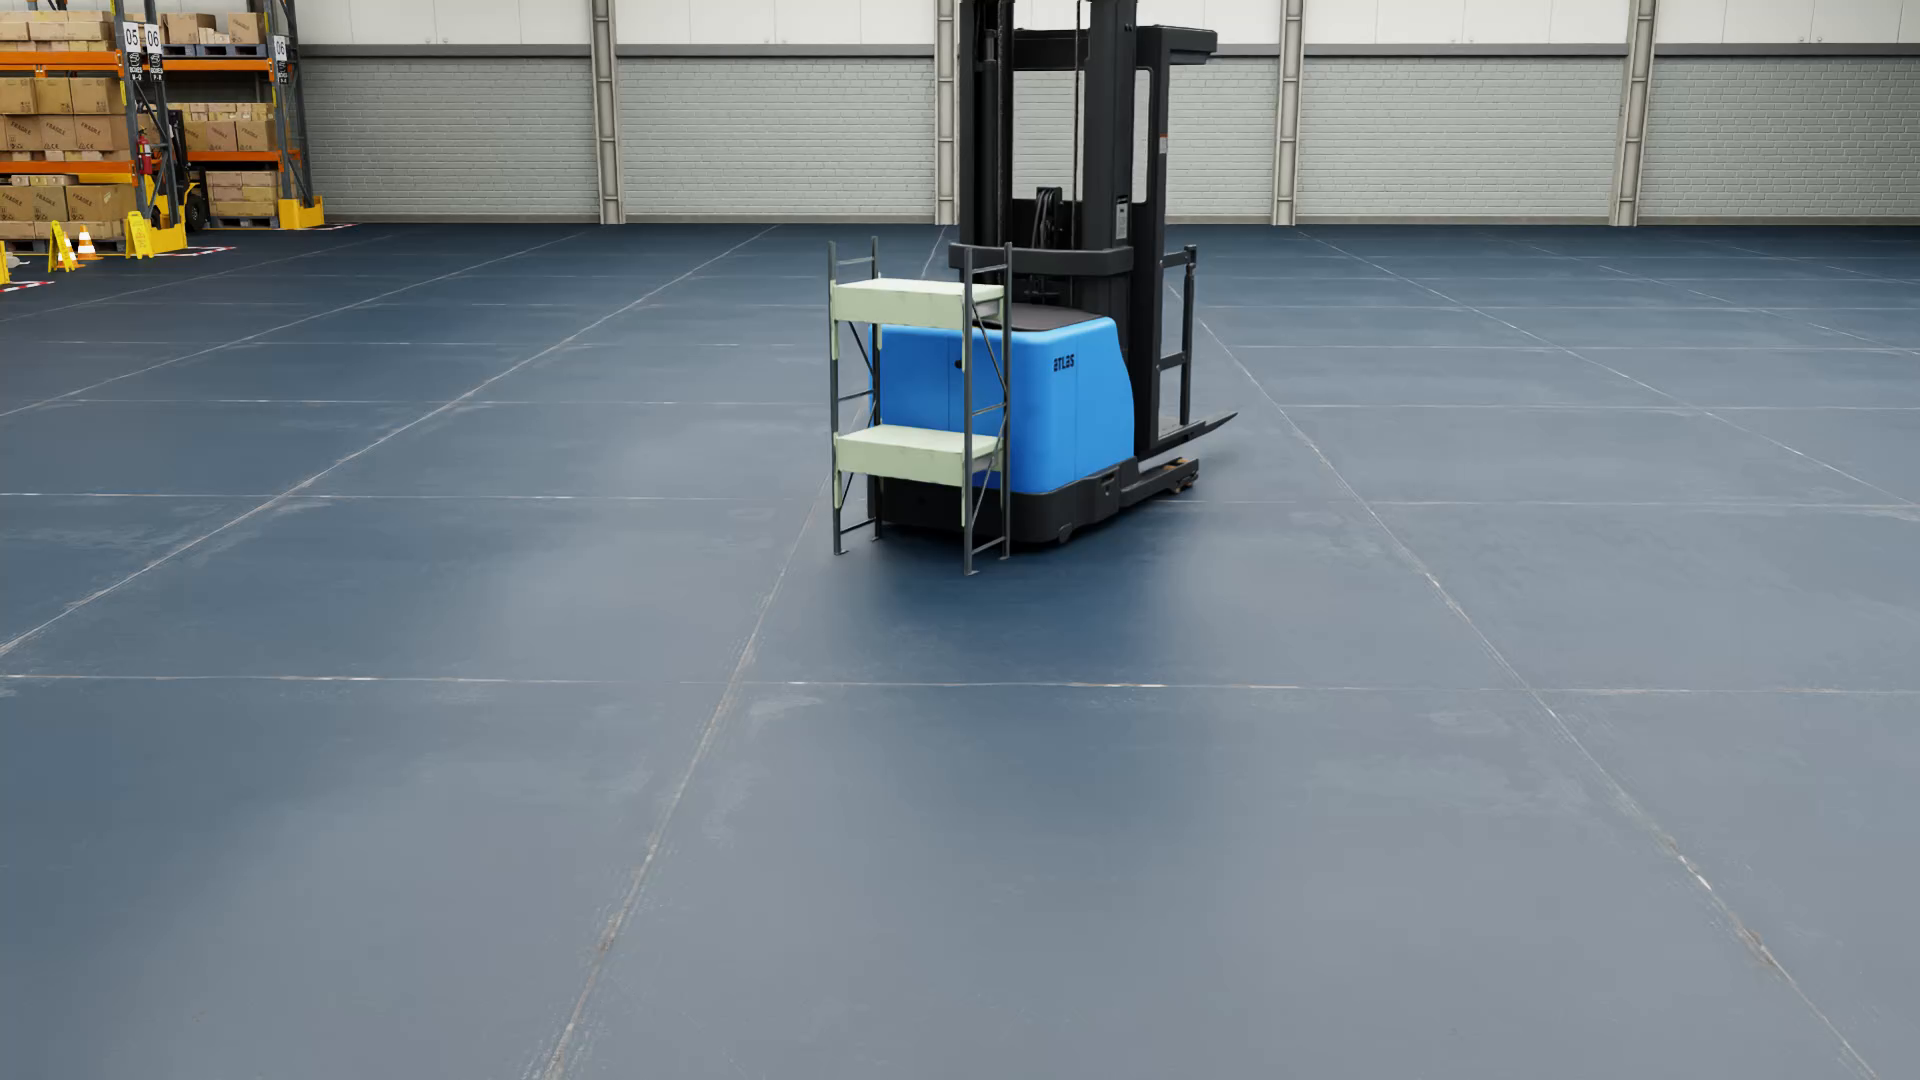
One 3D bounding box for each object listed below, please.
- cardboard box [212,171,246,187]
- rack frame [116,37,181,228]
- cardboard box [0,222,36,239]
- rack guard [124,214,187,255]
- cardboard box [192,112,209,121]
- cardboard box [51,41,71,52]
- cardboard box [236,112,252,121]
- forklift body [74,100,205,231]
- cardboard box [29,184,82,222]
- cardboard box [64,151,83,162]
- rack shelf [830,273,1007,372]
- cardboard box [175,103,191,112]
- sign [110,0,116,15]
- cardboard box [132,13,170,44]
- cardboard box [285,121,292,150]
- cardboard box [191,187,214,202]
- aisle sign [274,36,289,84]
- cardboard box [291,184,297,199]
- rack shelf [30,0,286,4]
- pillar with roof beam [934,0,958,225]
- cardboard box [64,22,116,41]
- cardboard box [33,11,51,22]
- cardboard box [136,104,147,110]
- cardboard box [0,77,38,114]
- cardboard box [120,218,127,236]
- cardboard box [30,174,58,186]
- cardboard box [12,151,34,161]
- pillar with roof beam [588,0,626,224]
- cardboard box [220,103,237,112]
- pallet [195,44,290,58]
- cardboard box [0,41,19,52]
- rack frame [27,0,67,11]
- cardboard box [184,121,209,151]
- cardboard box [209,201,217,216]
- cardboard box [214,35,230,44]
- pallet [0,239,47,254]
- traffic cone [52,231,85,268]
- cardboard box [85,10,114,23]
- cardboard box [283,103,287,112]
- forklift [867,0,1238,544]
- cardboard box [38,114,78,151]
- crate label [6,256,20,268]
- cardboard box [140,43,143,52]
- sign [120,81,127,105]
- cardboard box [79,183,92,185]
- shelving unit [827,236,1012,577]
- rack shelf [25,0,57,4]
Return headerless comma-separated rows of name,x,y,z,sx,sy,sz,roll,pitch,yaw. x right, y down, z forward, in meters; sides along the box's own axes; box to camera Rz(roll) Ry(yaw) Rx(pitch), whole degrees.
cardboard box,-12.547,-6.238,28.712,0.500,0.250,0.500,1,15,2
rack frame,-11.691,-5.690,24.028,0.127,3.000,1.000,0,15,1
cardboard box,-13.547,-4.508,24.113,0.500,0.250,0.500,0,15,-1
rack guard,-11.767,-4.482,24.349,0.348,0.500,1.175,0,15,1
cardboard box,-12.952,-7.255,28.489,0.250,0.149,0.380,0,15,0
cardboard box,-12.569,-6.954,23.430,0.250,0.149,0.380,1,15,3
cardboard box,-12.178,-7.243,28.446,0.250,0.149,0.380,1,15,2
forklift body,-13.510,-6.093,27.217,1.214,2.155,2.313,0,15,1
cardboard box,-13.020,-4.868,24.007,0.500,0.500,0.500,1,15,4
cardboard box,-12.582,-5.497,23.788,0.250,0.149,0.380,0,15,0
rack shelf,-0.187,-1.023,7.747,0.720,0.370,0.431,9,17,29
cardboard box,-13.210,-7.393,28.432,0.250,0.149,0.380,1,15,3
sign,-11.725,-7.427,22.996,0.005,0.325,0.100,0,15,1
cardboard box,-13.622,-8.694,28.312,0.637,0.503,0.797,1,15,3
cardboard box,-12.056,-7.079,29.094,0.500,0.500,0.500,1,15,3
cardboard box,-13.080,-5.999,28.784,0.500,0.250,0.500,0,15,0
aisle sign,-11.510,-8.138,28.209,0.004,0.787,0.394,0,15,1
cardboard box,-12.033,-6.127,29.272,0.500,0.250,0.500,1,15,2
rack shelf,-13.567,-9.329,28.253,4.000,0.370,1.077,0,15,1
pillar with roof beam,-0.355,-8.915,24.491,0.400,9.000,9.100,0,15,1
cardboard box,-12.210,-7.147,23.378,0.500,0.250,0.500,0,15,1
cardboard box,-12.801,-7.355,23.387,0.250,0.149,0.380,0,15,2
cardboard box,-13.966,-7.422,28.541,0.250,0.149,0.380,0,15,1
cardboard box,-13.226,-6.296,23.584,0.500,0.500,0.700,0,15,1
cardboard box,-12.490,-4.640,24.612,0.500,0.250,0.500,0,15,1
cardboard box,-13.119,-5.166,23.868,0.250,0.149,0.380,1,15,2
cardboard box,-13.351,-5.507,23.826,0.250,0.149,0.380,0,15,1
pillar with roof beam,-6.353,-8.954,24.639,0.400,9.000,9.100,0,15,1
cardboard box,-12.441,-7.399,28.454,0.250,0.149,0.380,1,15,3
pallet,-12.274,-8.375,28.497,1.213,0.211,1.003,0,15,1
cardboard box,-13.334,-6.966,23.474,0.250,0.149,0.380,0,15,0
rack frame,-15.567,-9.883,28.159,0.127,3.000,1.000,0,15,1
cardboard box,-13.097,-6.950,28.605,0.500,0.500,0.500,0,15,0
cardboard box,-13.043,-5.763,28.872,0.500,0.250,0.500,1,15,2
cardboard box,-12.404,-8.464,28.136,0.250,0.149,0.380,0,15,0
pallet,-13.795,-4.365,24.472,1.213,0.211,1.003,0,15,1
traffic cone,-11.842,-3.852,22.034,0.334,0.463,0.336,0,15,1
cardboard box,-12.037,-7.332,23.298,0.250,0.149,0.380,1,15,2
cardboard box,-11.898,-7.519,28.907,0.250,0.149,0.380,0,15,0
forklift,0.707,-1.725,9.131,1.130,2.935,3.031,9,17,29
cardboard box,-12.741,-5.820,23.741,0.500,0.500,0.500,0,15,2
crate label,-12.630,-3.684,22.035,0.298,0.136,0.250,-8,17,-28
cardboard box,-12.014,-7.104,23.999,0.250,0.149,0.380,0,15,1
sign,-11.725,-6.262,23.304,0.005,0.325,0.100,0,15,1
cardboard box,-13.037,-5.004,24.525,0.500,0.500,0.500,0,15,-1
shelving unit,-0.187,-0.646,7.847,0.755,1.500,0.431,9,17,29
rack shelf,-17.566,-9.355,28.351,4.000,0.370,1.077,0,15,1
